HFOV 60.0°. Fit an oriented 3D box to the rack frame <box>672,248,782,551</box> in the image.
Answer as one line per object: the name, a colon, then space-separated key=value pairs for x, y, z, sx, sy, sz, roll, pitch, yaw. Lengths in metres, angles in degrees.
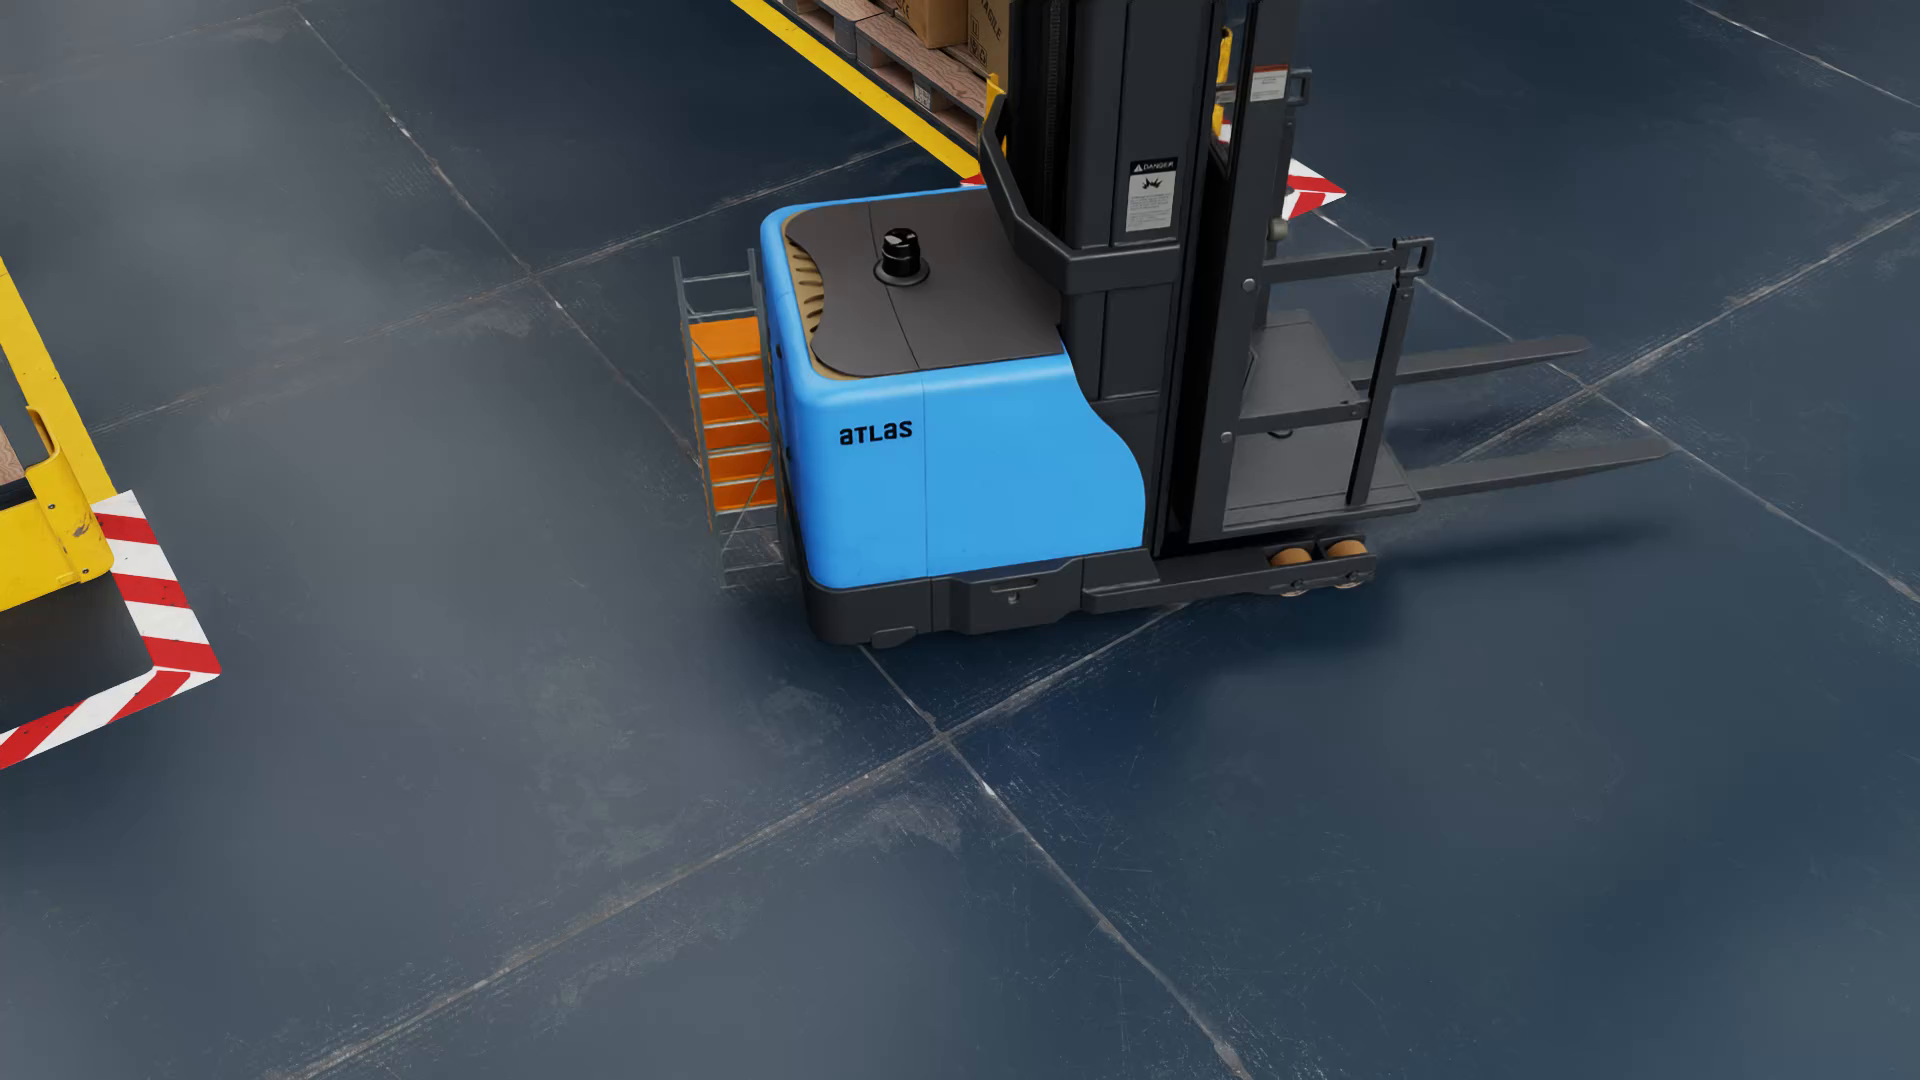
rack frame: x=-0.724 y=-0.410 z=5.310 sx=0.240 sy=1.200 sz=0.006 roll=-8 pitch=44 yaw=-8

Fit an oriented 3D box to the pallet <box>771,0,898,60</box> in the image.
pallet: x=-0.464 y=-2.986 z=8.725 sx=1.003 sy=0.211 sz=1.213 roll=-26 pitch=49 yaw=-24

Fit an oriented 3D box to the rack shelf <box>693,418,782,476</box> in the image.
rack shelf: x=-0.706 y=-0.316 z=5.276 sx=0.258 sy=0.103 sz=0.180 roll=-8 pitch=44 yaw=-8

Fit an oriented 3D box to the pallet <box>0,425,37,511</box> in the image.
pallet: x=-3.896 y=-0.309 z=5.920 sx=1.003 sy=0.211 sz=1.213 roll=-26 pitch=49 yaw=-24

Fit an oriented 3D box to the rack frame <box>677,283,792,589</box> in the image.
rack frame: x=-0.688 y=-0.287 z=5.181 sx=0.240 sy=1.200 sz=0.006 roll=-8 pitch=44 yaw=-8

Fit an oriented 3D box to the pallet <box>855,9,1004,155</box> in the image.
pallet: x=0.230 y=-2.296 z=8.002 sx=1.003 sy=0.211 sz=1.213 roll=-26 pitch=49 yaw=-24

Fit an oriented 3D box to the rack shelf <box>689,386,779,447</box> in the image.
rack shelf: x=-0.706 y=-0.403 z=5.193 sx=0.258 sy=0.103 sz=0.180 roll=-8 pitch=44 yaw=-8

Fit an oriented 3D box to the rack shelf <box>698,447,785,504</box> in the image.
rack shelf: x=-0.705 y=-0.230 z=5.359 sx=0.258 sy=0.103 sz=0.180 roll=-8 pitch=44 yaw=-8

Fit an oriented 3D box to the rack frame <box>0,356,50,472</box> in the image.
rack frame: x=-3.353 y=-0.831 z=4.448 sx=1.000 sy=3.000 sz=0.127 roll=-26 pitch=49 yaw=-24

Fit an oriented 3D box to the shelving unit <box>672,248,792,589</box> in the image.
shelving unit: x=-0.706 y=-0.349 z=5.246 sx=0.258 sy=1.200 sz=0.189 roll=-8 pitch=44 yaw=-8

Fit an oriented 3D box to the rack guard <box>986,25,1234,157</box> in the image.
rack guard: x=0.666 y=-1.926 z=7.406 sx=1.175 sy=0.500 sz=0.348 roll=-26 pitch=49 yaw=-24

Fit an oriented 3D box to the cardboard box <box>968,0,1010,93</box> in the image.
cardboard box: x=0.366 y=-2.395 z=7.593 sx=0.500 sy=0.500 sz=0.500 roll=-17 pitch=46 yaw=-17

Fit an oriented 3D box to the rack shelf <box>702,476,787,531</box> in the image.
rack shelf: x=-0.705 y=-0.143 z=5.442 sx=0.258 sy=0.103 sz=0.180 roll=-8 pitch=44 yaw=-8

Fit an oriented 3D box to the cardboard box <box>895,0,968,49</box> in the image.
cardboard box: x=-0.004 y=-2.720 z=7.933 sx=0.500 sy=0.500 sz=0.500 roll=-14 pitch=45 yaw=-14

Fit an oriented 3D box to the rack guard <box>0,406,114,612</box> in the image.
rack guard: x=-3.435 y=0.049 z=5.337 sx=1.175 sy=0.500 sz=0.348 roll=-26 pitch=49 yaw=-24

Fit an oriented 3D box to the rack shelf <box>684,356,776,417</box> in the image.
rack shelf: x=-0.707 y=-0.490 z=5.110 sx=0.258 sy=0.103 sz=0.180 roll=-8 pitch=44 yaw=-8

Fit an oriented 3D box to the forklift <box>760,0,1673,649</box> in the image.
forklift: x=0.919 y=-1.223 z=4.908 sx=3.031 sy=2.935 sz=1.130 roll=-8 pitch=44 yaw=-8

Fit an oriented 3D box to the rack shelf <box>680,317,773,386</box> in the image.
rack shelf: x=-0.707 y=-0.577 z=5.028 sx=0.258 sy=0.103 sz=0.180 roll=-8 pitch=44 yaw=-8
